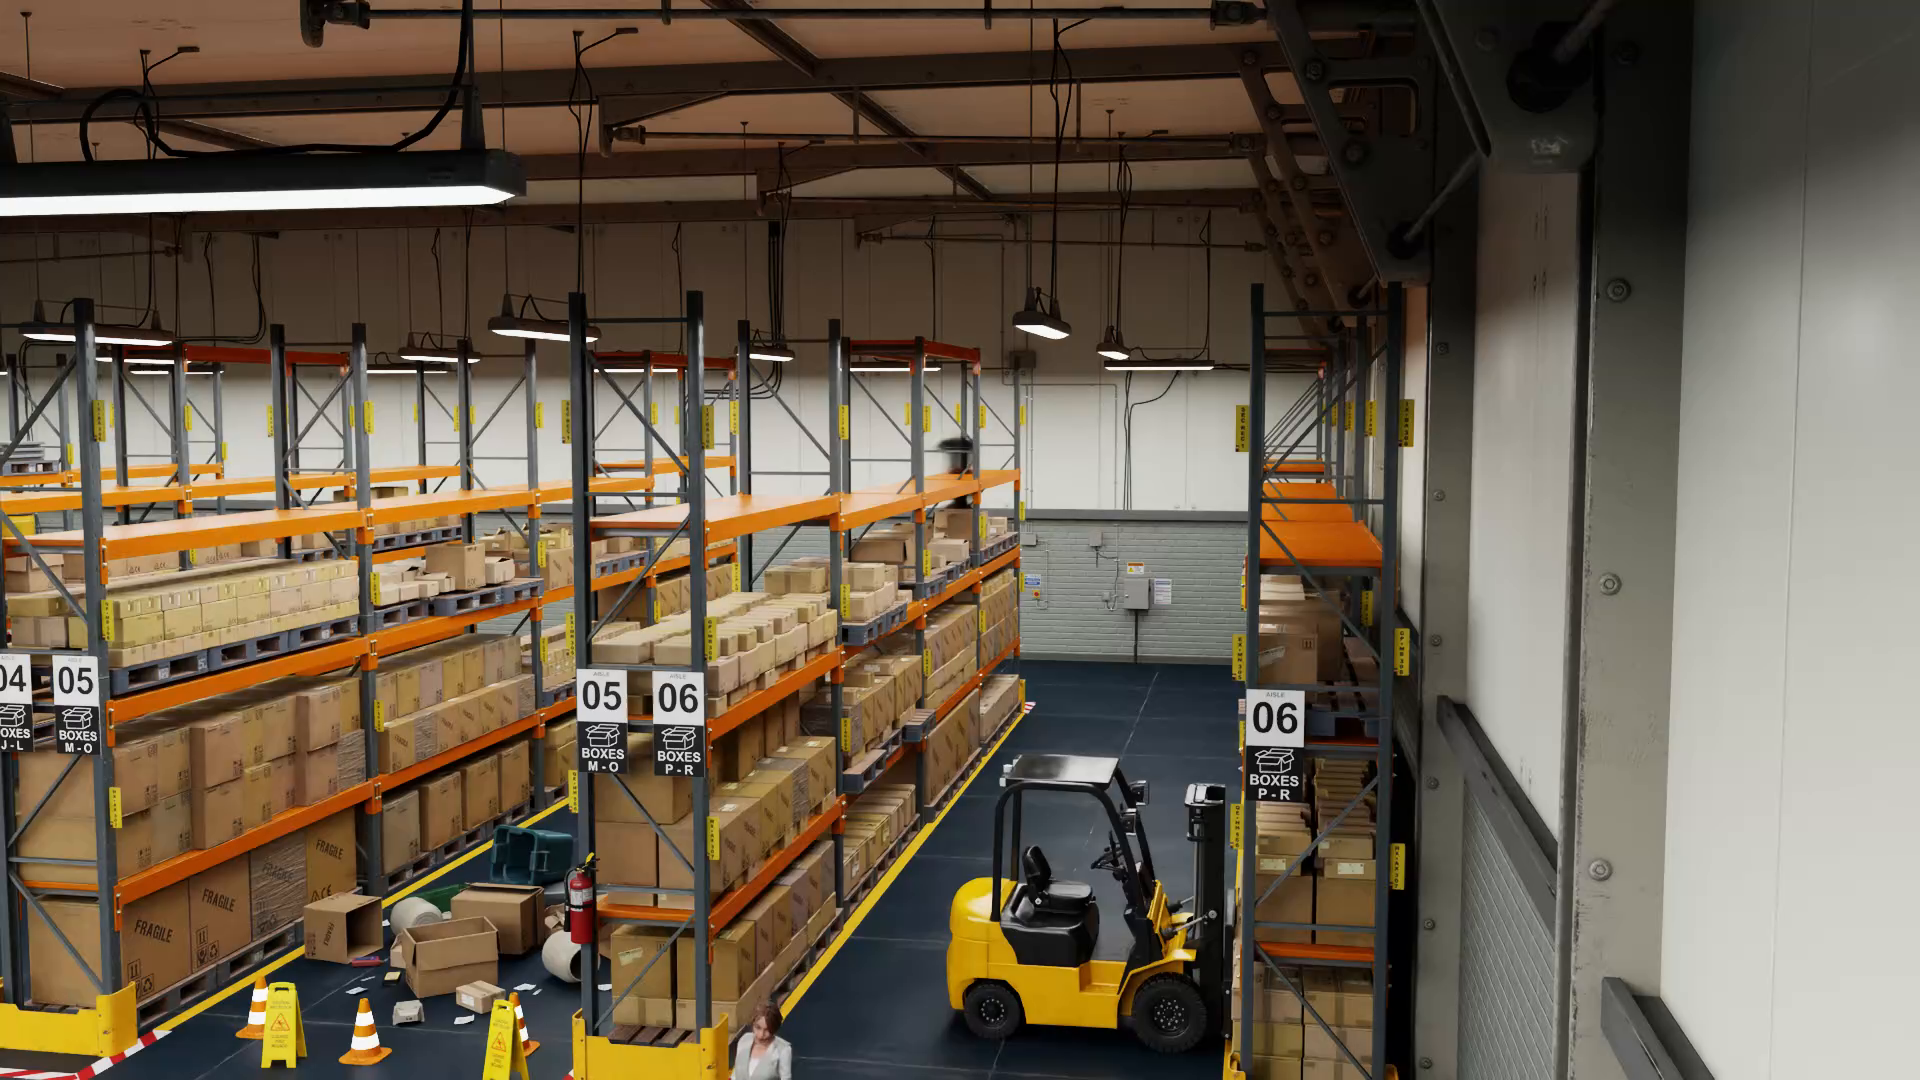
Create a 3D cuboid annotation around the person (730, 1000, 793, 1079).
[{"bbox_3d":[-1.231,3.567,10.169,0.539,1.568,0.432,2,5,21],"label":"person"}]
